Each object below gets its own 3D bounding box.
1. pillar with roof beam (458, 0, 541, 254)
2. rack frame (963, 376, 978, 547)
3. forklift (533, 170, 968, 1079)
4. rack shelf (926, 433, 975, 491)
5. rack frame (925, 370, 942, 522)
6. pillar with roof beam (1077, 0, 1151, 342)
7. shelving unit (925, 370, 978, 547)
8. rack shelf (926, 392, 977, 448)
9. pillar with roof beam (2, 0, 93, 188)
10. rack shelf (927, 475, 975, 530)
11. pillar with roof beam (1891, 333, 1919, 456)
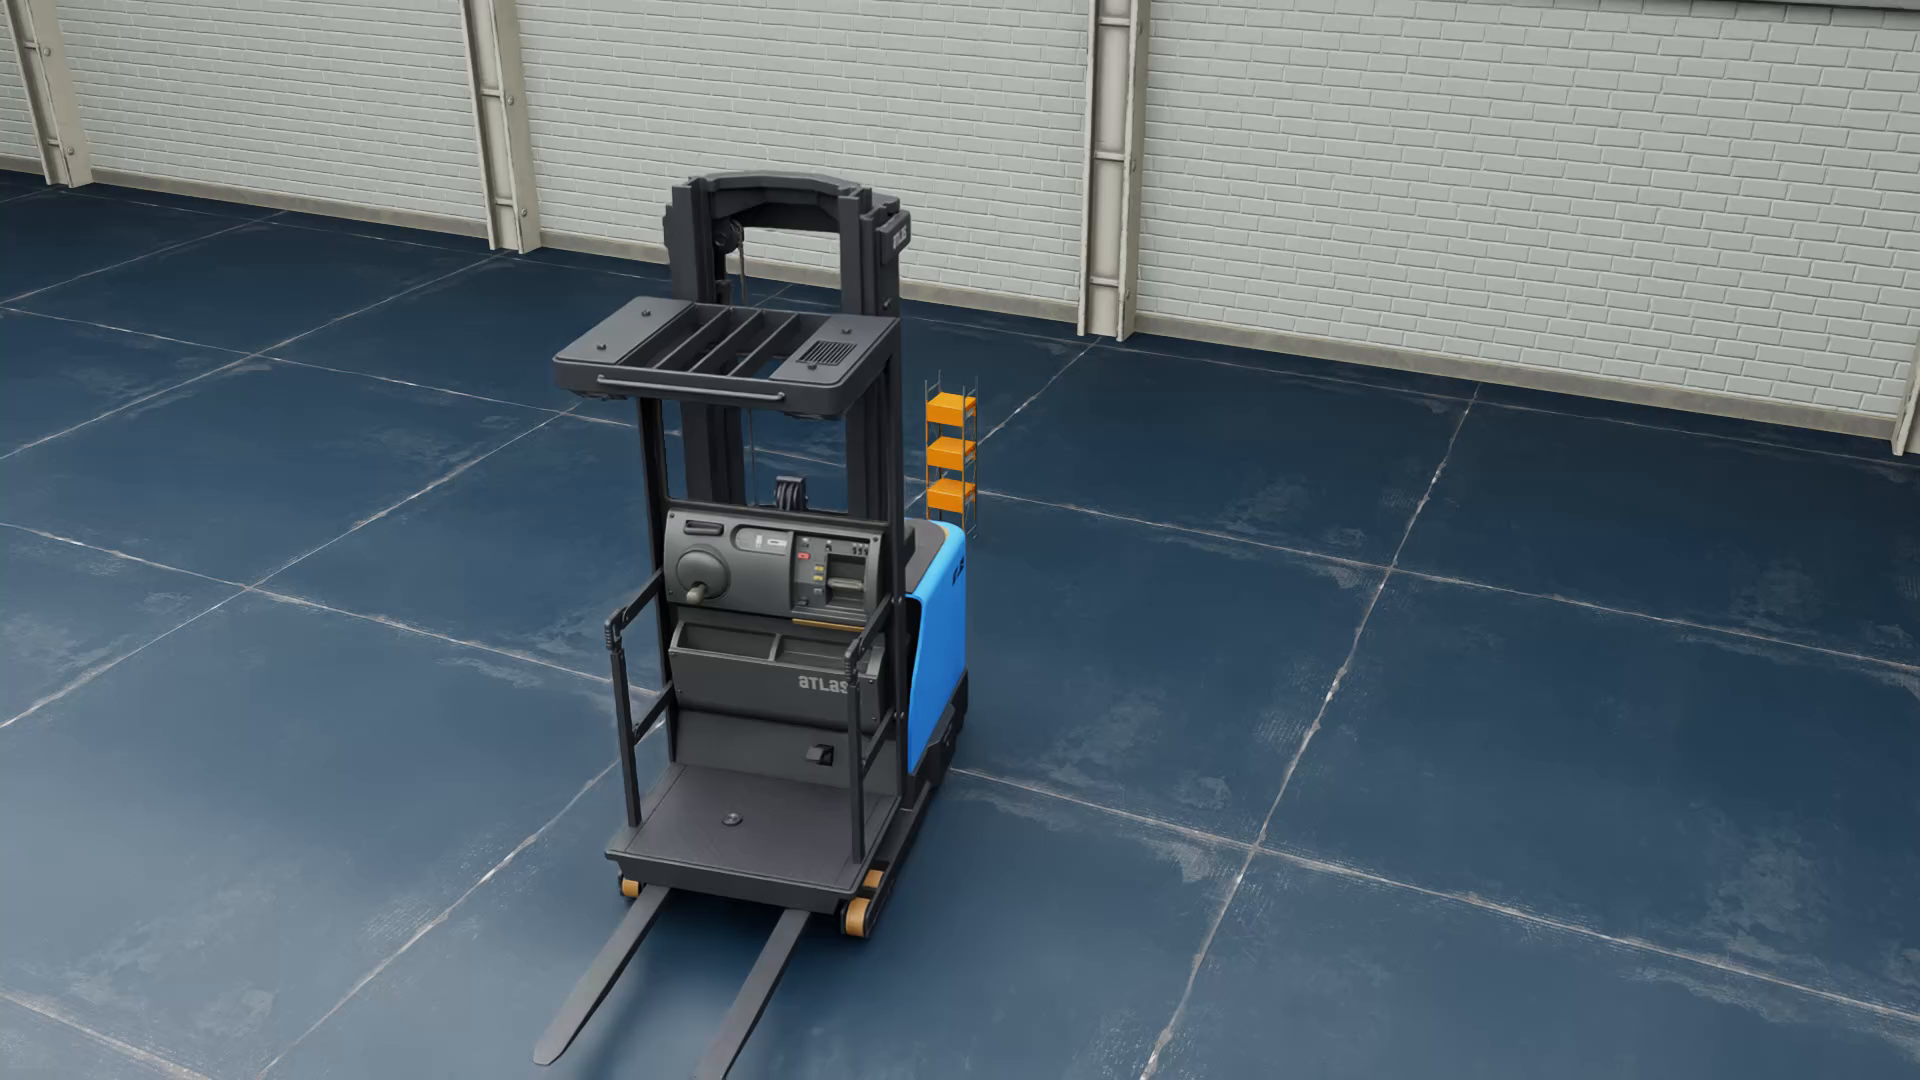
[{"bbox_3d":[-6.037,-5.115,10.452,0.400,9.000,9.100,11,28,22],"label":"pillar with roof beam"},{"bbox_3d":[0.062,-0.458,9.993,0.008,1.050,0.200,11,28,22],"label":"rack frame"},{"bbox_3d":[-0.825,0.144,6.638,1.130,2.935,3.031,7,27,13],"label":"forklift"},{"bbox_3d":[-0.049,-0.471,10.043,0.240,0.259,0.215,11,28,22],"label":"rack shelf"},{"bbox_3d":[-0.160,-0.503,10.083,0.008,1.050,0.200,11,28,22],"label":"rack frame"},{"bbox_3d":[-0.576,-4.018,8.224,0.400,9.000,9.100,11,28,22],"label":"pillar with roof beam"},{"bbox_3d":[-0.049,-0.481,10.038,0.252,1.050,0.215,11,28,22],"label":"shelving unit"},{"bbox_3d":[-0.049,-0.726,9.917,0.240,0.259,0.215,11,28,22],"label":"rack shelf"},{"bbox_3d":[-11.499,-6.212,12.680,0.400,9.000,9.100,11,28,22],"label":"pillar with roof beam"},{"bbox_3d":[-0.049,-0.222,10.165,0.240,0.259,0.215,11,28,22],"label":"rack shelf"},{"bbox_3d":[4.886,-2.921,5.996,0.400,9.000,9.100,11,28,22],"label":"pillar with roof beam"}]
